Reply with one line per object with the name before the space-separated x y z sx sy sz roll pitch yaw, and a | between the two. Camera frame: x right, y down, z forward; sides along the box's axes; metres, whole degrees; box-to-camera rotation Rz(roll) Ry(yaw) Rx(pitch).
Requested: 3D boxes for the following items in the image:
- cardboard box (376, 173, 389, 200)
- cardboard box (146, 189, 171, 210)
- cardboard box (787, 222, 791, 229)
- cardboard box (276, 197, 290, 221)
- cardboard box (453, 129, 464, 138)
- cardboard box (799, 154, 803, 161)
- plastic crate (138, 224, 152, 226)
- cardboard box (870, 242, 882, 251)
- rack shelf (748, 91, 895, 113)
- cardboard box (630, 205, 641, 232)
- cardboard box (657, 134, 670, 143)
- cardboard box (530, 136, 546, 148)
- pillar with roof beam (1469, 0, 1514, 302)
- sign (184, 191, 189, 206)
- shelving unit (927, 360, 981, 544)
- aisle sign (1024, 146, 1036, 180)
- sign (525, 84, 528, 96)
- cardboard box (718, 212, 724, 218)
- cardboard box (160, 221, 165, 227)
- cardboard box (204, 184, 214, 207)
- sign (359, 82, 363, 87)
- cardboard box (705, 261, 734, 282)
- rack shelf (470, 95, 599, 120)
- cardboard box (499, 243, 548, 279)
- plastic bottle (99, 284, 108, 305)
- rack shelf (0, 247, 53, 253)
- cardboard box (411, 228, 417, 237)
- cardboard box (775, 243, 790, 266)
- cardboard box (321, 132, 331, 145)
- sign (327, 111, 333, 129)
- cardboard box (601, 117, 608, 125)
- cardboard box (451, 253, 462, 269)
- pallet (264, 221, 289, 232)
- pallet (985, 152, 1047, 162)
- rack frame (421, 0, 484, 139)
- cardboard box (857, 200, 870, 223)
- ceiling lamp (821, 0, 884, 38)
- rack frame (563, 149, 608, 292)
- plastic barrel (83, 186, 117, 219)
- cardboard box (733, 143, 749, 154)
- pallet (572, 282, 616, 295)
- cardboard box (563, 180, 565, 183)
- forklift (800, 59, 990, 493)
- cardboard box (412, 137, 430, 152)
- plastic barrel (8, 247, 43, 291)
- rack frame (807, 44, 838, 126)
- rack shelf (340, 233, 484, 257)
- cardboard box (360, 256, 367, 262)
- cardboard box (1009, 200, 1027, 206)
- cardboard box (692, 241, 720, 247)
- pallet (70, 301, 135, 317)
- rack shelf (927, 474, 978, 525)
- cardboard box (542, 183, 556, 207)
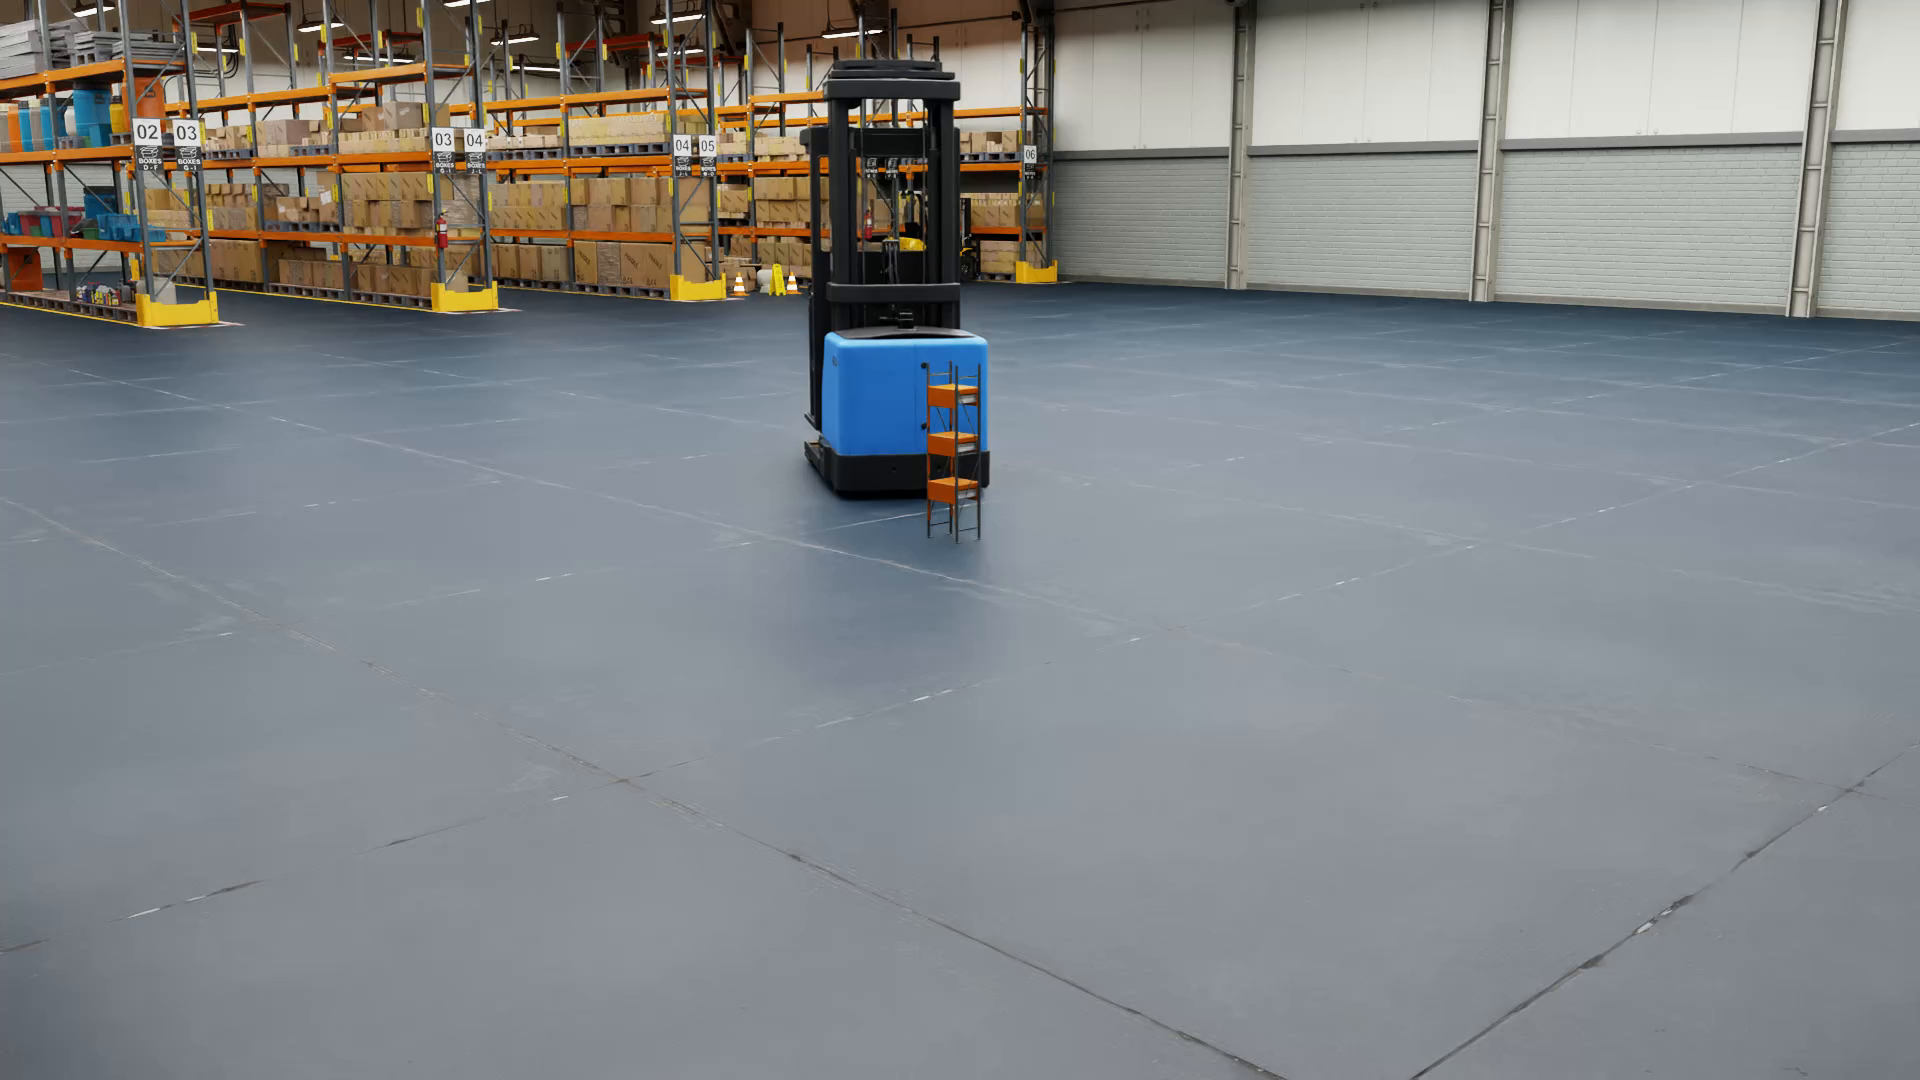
cardboard box | -10.514 -6.585 30.979 0.500 0.500 0.500 -11 16 -43
cardboard box | -19.129 -8.155 39.835 0.500 0.500 0.500 11 16 44
cardboard box | -3.763 -7.247 38.275 0.380 0.149 0.250 -11 16 -43
cardboard box | -14.046 -6.984 35.090 0.500 0.500 0.500 9 15 38
cardboard box | -8.946 -7.299 29.855 0.380 0.149 0.250 -11 16 -43
cardboard box | -3.414 -8.641 37.609 0.380 0.149 0.250 -11 16 -42
plastic crate | -14.307 -5.333 28.729 0.499 0.251 0.616 -11 16 -43
cardboard box | -1.830 -7.524 43.842 0.875 0.625 0.625 -11 16 -43
rack shelf | -3.137 -9.893 37.418 1.077 0.370 4.000 -11 16 -43
cardboard box | -6.247 -6.610 34.188 0.875 0.550 0.550 -11 16 -43
cardboard box | -5.741 -7.914 32.791 0.380 0.149 0.250 -11 16 -43
cardboard box | -9.040 -8.696 36.334 0.500 0.250 0.500 -11 16 -43
pillar with roof beam | 7.176 -8.523 28.979 9.100 9.000 0.400 -11 16 -43
sign | -17.611 -7.772 37.860 0.100 0.325 0.005 -11 16 -43
shelving unit | -0.037 -0.522 9.843 0.215 1.050 0.252 -11 16 -43
aisle sign | 1.665 -8.931 39.387 0.394 0.787 0.004 -11 16 -43
sign | -12.403 -12.860 47.517 0.100 0.325 0.005 -11 16 -43
cardboard box | -5.625 -7.830 40.064 0.380 0.149 0.250 -11 16 -42
cardboard box | -18.721 -7.487 39.443 0.380 0.149 0.250 -11 16 -42
cardboard box | -16.763 -7.835 37.774 0.637 0.503 0.797 11 16 44
sign | -15.900 -12.195 44.094 0.100 0.325 0.005 -11 16 -43
cardboard box | -5.452 -5.899 36.961 0.797 0.637 0.503 -11 16 -43
rack shelf | -9.410 -9.578 36.872 1.077 0.370 4.000 -11 16 -43
cardboard box | -9.829 -6.355 37.857 1.050 0.750 0.750 -11 16 -42
plastic bottle | -14.458 -4.155 28.119 0.144 0.351 0.185 -10 15 -40
rack shelf | -19.411 -6.052 33.638 1.077 0.370 4.000 -11 16 -43
cardboard box | -9.813 -5.630 30.426 0.380 0.149 0.250 -11 16 -43
cardboard box | -3.928 -6.626 38.555 0.500 0.500 0.500 -10 15 -40
cardboard box | -12.407 -7.952 32.931 0.396 0.266 0.258 -10 15 -41
sign | -12.085 -8.057 31.892 0.100 0.325 0.005 -11 16 -43
cardboard box | -7.143 -8.601 34.149 0.380 0.149 0.250 -11 16 -43
cardboard box | -11.790 -6.597 39.651 0.500 0.500 0.500 -10 15 -40
pallet | -13.879 -6.620 35.085 1.213 0.211 1.003 -11 16 -43
pallet | 1.362 -9.241 40.119 1.003 0.211 1.213 -11 16 -43
rack frame | -8.923 -8.574 29.226 1.000 3.000 0.127 -11 16 -43
cardboard box | -2.330 -7.252 36.692 0.500 0.500 0.500 -11 16 -44
ceiling lamp | -2.425 -13.763 39.949 0.800 3.185 2.000 -11 16 -43
rack frame | -8.029 -6.896 35.948 1.000 3.000 0.127 -11 16 -43
plastic barrel | -15.316 -5.873 29.743 0.600 0.901 0.708 -11 16 -43
cardboard box | -5.026 -9.267 39.353 0.500 0.250 0.500 -11 16 -44
pallet | -7.560 -5.408 35.638 1.003 0.211 1.213 -11 16 -43
cardboard box | -10.486 -9.625 44.861 0.380 0.149 0.250 -11 16 -44
forklift | -0.589 -2.008 12.394 1.130 2.935 3.031 -2 12 -11
cardboard box | -9.440 -7.066 29.713 0.500 0.250 0.500 -10 16 -41
plastic barrel | -18.380 -5.325 32.660 0.600 0.830 0.708 -11 16 -43
rack frame | -3.693 -11.815 44.956 1.000 3.000 0.127 -11 16 -43
rack shelf | -10.304 -5.575 31.321 1.077 0.370 4.000 -11 16 -43
cardboard box | -15.407 -7.341 43.394 0.250 0.149 0.380 11 16 42
cardboard box | 1.389 -8.087 39.875 0.380 0.149 0.250 -11 16 -42
cardboard box | -7.585 -8.641 49.573 0.500 0.500 0.700 11 16 43
pallet | -14.834 -4.059 29.092 1.003 0.211 1.213 -11 16 -43
rack shelf | -0.037 -0.239 9.902 0.215 0.259 0.240 -11 16 -43
cardboard box | -8.732 -7.581 36.548 0.700 0.500 0.500 -11 16 -43
